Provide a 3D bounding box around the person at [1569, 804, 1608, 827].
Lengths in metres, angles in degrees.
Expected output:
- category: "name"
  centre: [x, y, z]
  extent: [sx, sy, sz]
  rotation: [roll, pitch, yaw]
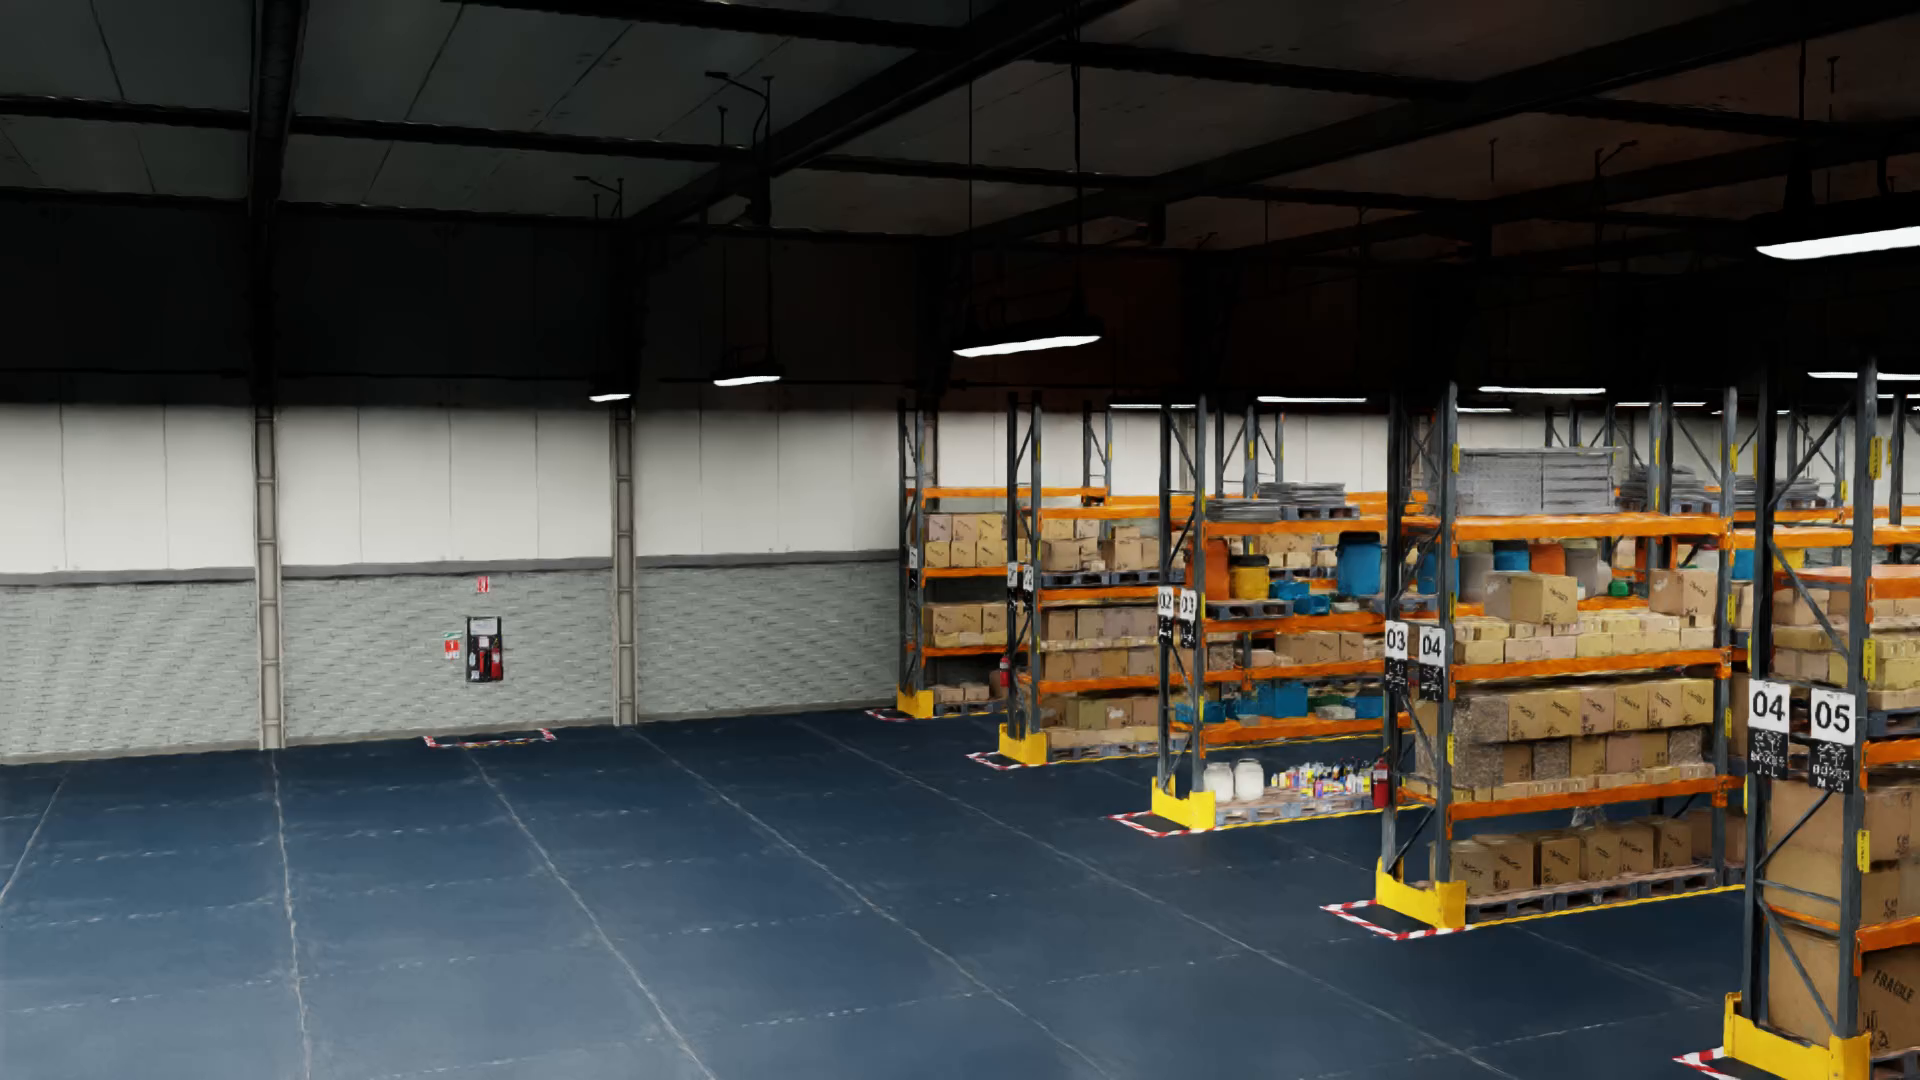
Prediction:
- category: "person"
  centre: [7.933, 3.053, 21.232]
  extent: [1.121, 1.706, 0.566]
  rotation: [-1, 4, -21]
